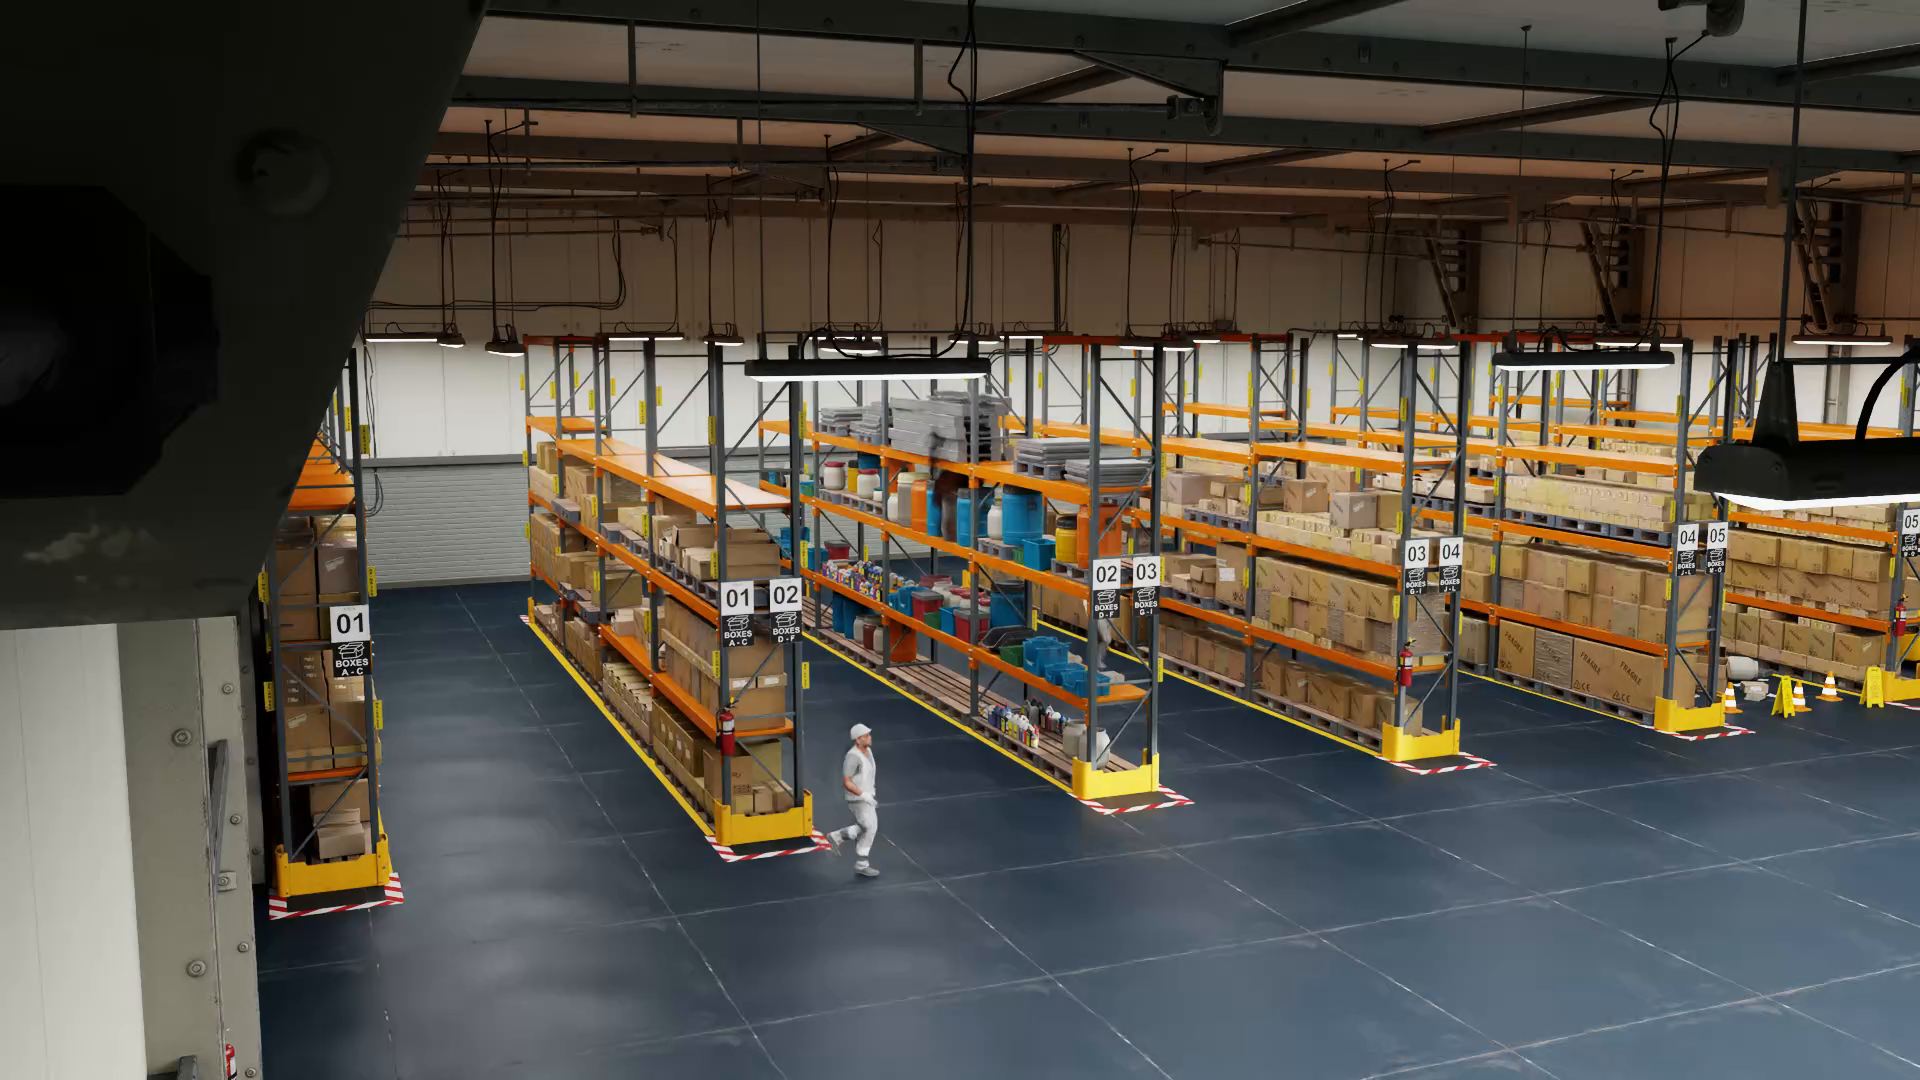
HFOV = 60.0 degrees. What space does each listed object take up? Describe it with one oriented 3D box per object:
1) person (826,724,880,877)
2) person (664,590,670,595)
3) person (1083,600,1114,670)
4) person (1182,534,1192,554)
[{"bbox_3d":[-1.206,2.951,18.998,0.690,1.764,0.675,2,8,15],"label":"person"},{"bbox_3d":[-5.793,0.987,33.817,0.696,1.729,0.669,-5,9,-36],"label":"person"},{"bbox_3d":[2.513,1.405,28.679,0.593,1.702,0.612,-5,9,-31],"label":"person"},{"bbox_3d":[4.913,0.655,36.793,0.550,1.604,0.881,-3,8,-18],"label":"person"}]
